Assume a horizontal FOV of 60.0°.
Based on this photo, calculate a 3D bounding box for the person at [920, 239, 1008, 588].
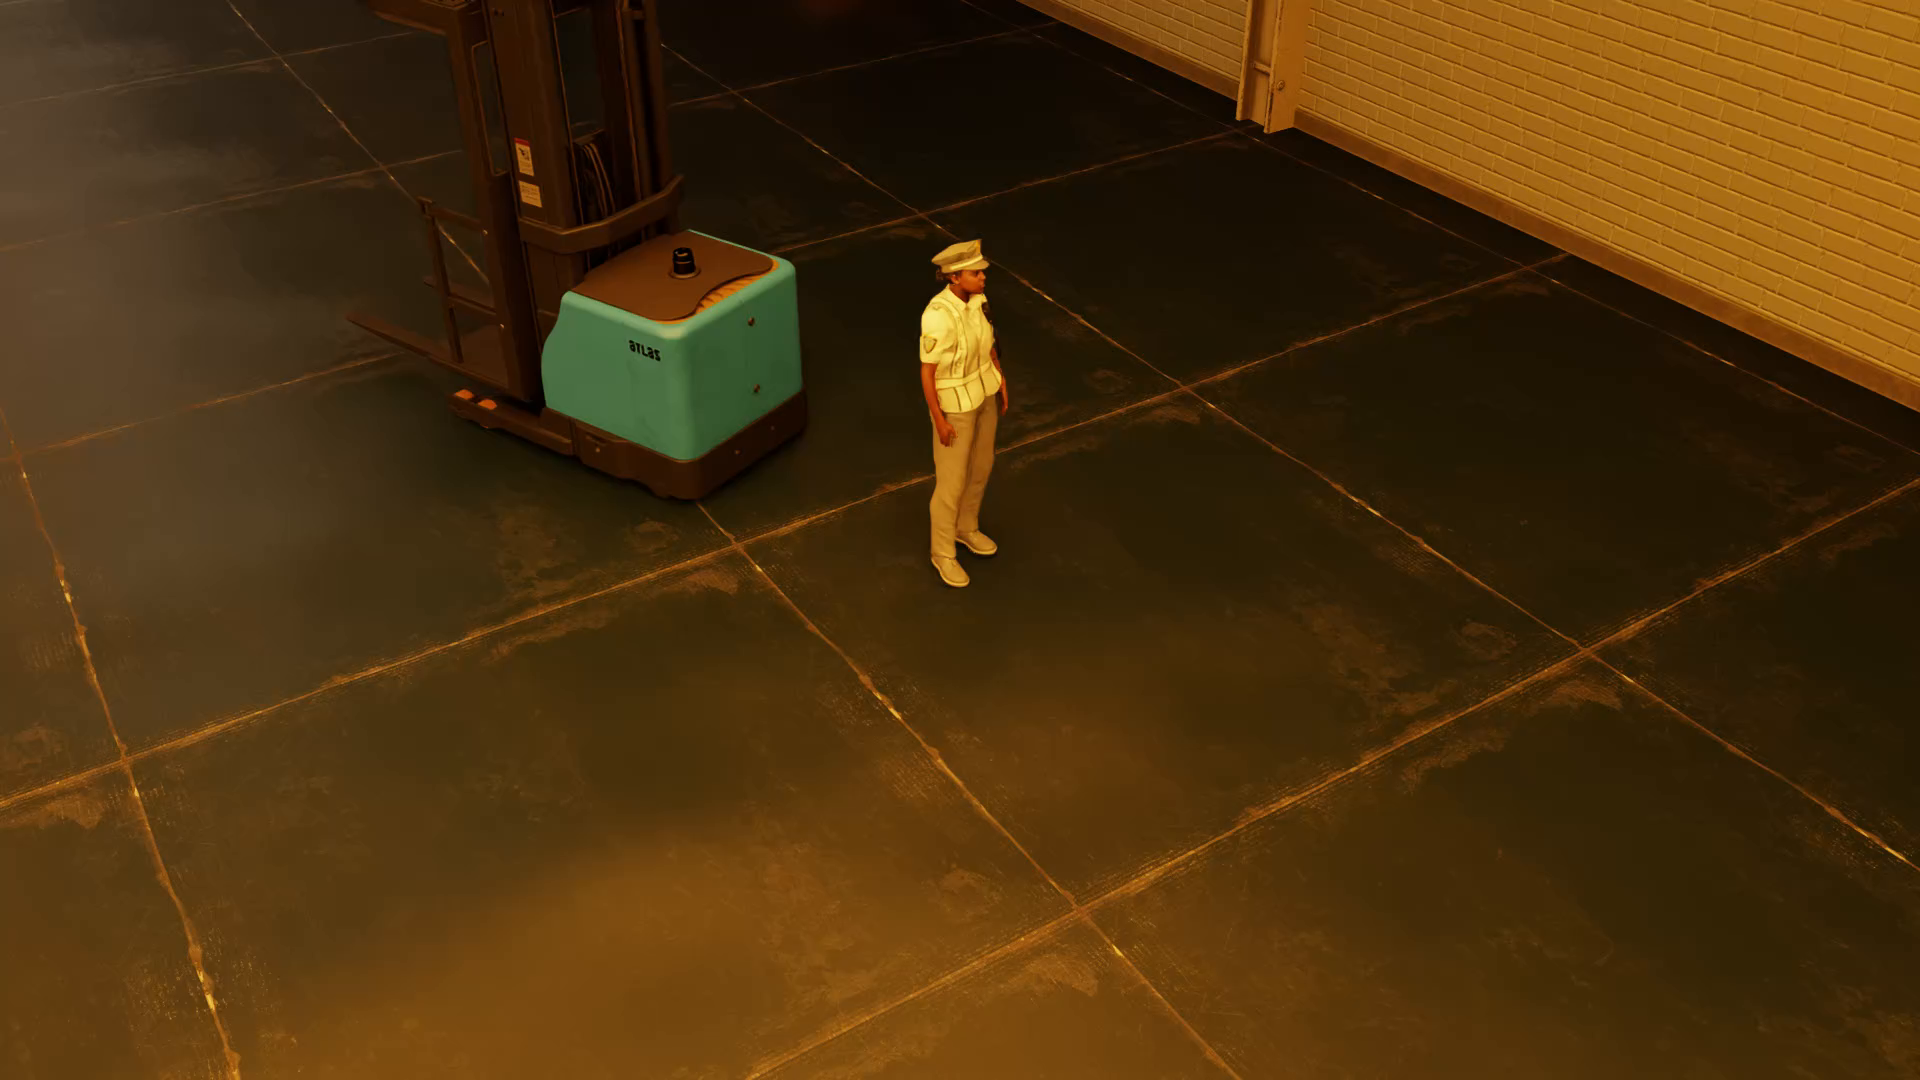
[{"bbox_3d":[0.018,-0.654,8.163,0.440,1.693,0.641,23,41,29],"label":"person"}]

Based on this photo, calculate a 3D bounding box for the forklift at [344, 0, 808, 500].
[{"bbox_3d":[-2.375,-2.071,9.095,3.031,2.935,1.130,22,40,28],"label":"forklift"}]
